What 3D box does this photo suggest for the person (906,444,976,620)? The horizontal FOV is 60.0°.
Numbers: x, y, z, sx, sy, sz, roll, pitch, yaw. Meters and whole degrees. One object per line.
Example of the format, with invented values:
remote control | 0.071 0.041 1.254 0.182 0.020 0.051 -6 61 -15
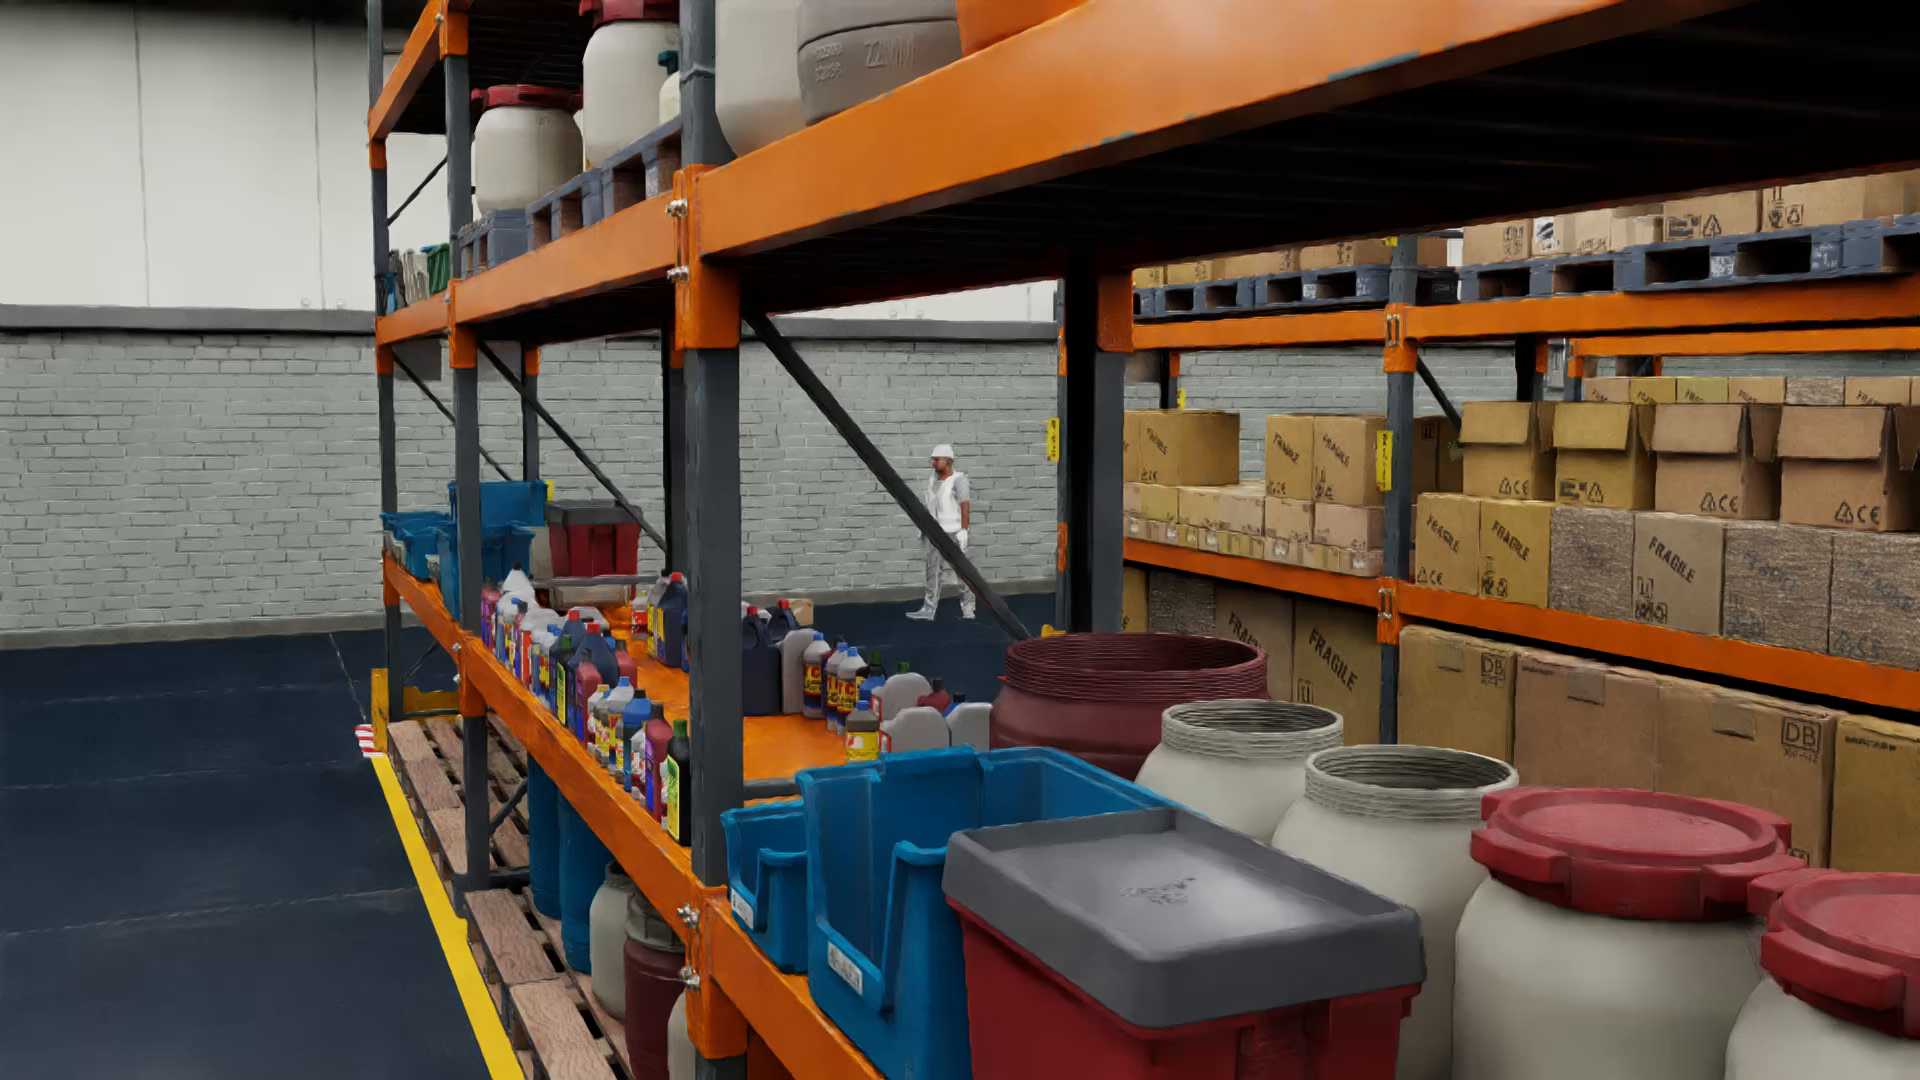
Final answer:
person | -0.193 -0.076 16.838 0.704 1.786 0.643 5 7 43
